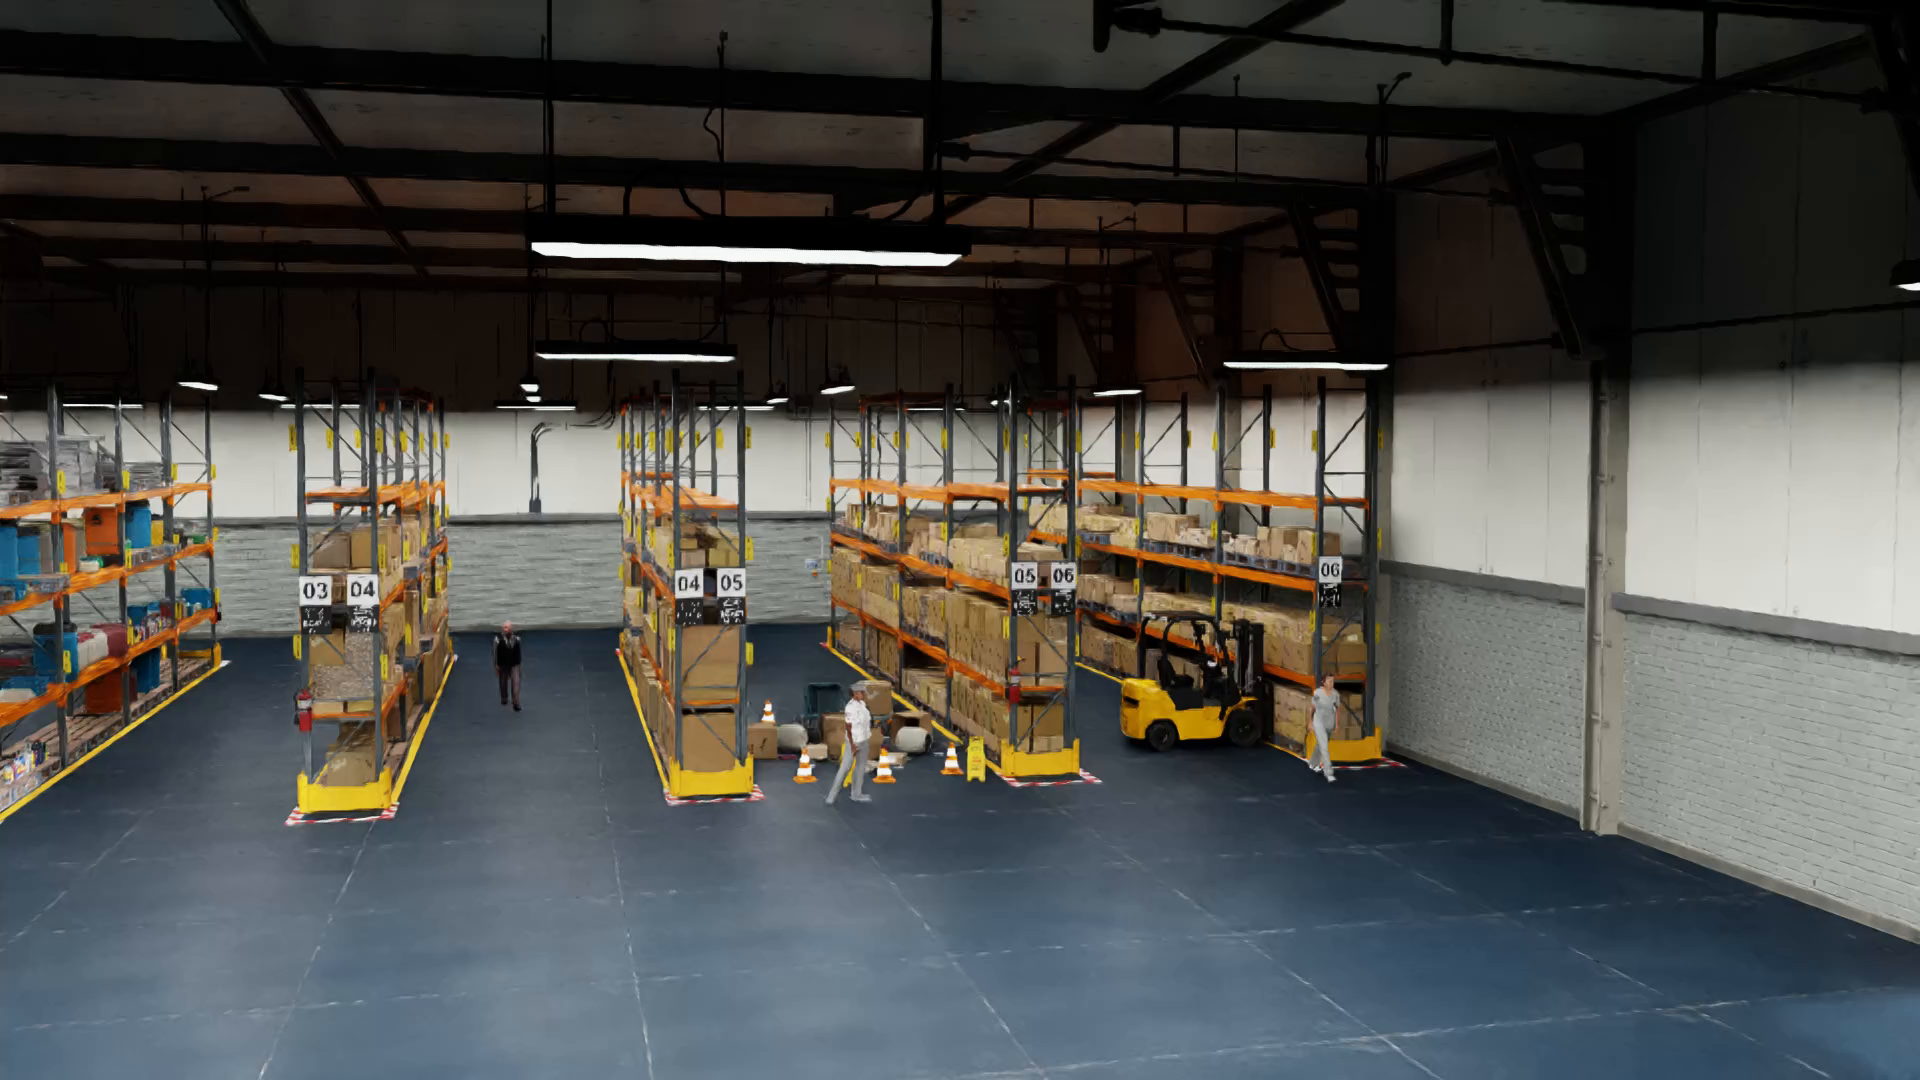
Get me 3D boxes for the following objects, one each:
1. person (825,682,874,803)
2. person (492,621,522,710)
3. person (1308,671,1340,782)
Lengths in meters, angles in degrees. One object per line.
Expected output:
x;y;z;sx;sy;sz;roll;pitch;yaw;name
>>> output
-1.537;2.804;23.009;0.489;1.667;0.676;2;4;30;person
-8.417;2.316;30.931;0.546;1.644;1.106;-1;4;-16;person
5.420;2.722;24.603;0.445;1.589;1.110;-1;4;-16;person
